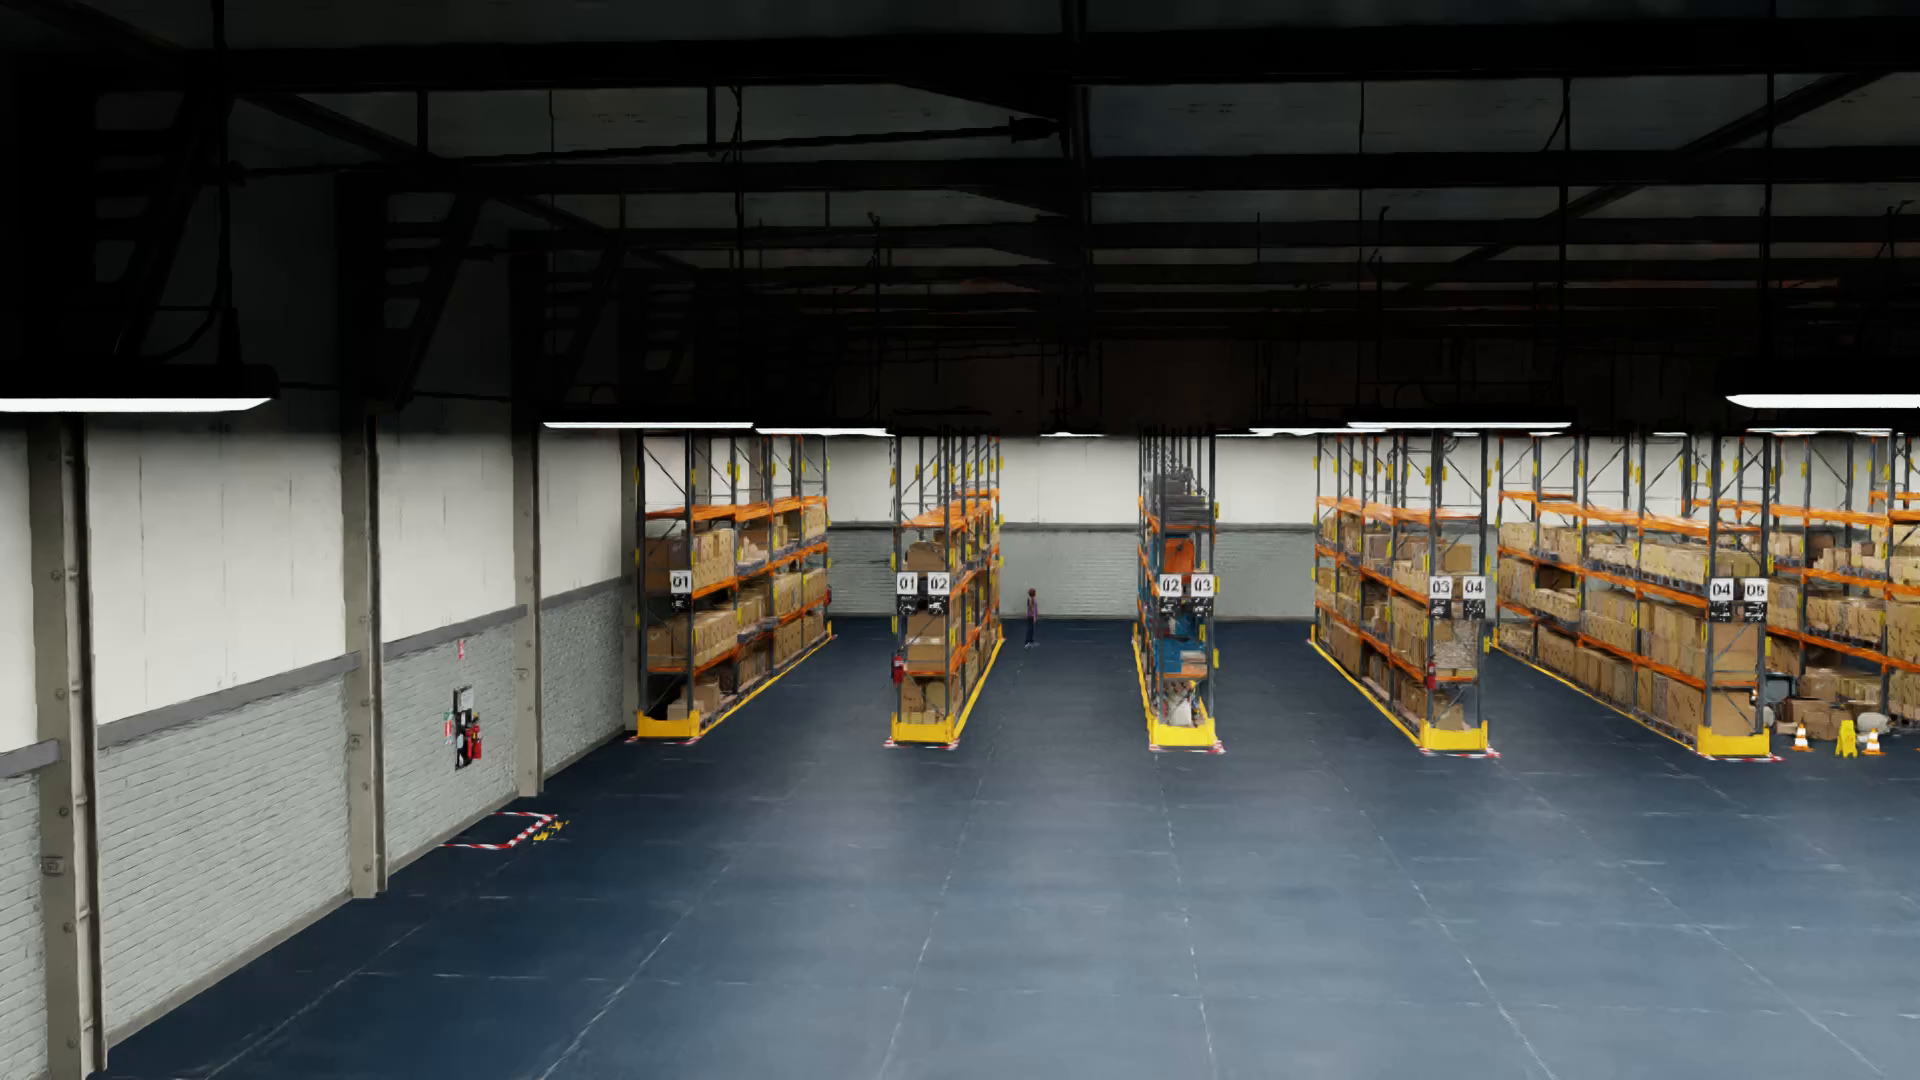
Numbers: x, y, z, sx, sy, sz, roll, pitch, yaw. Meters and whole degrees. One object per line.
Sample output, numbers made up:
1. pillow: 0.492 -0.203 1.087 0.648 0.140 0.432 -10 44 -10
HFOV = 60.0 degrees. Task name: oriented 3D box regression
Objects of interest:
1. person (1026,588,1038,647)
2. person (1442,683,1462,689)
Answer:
1. person: 1.977 2.125 45.749 0.345 1.601 0.553 0 3 3
2. person: 11.303 2.604 37.976 0.639 1.632 0.506 0 3 3
